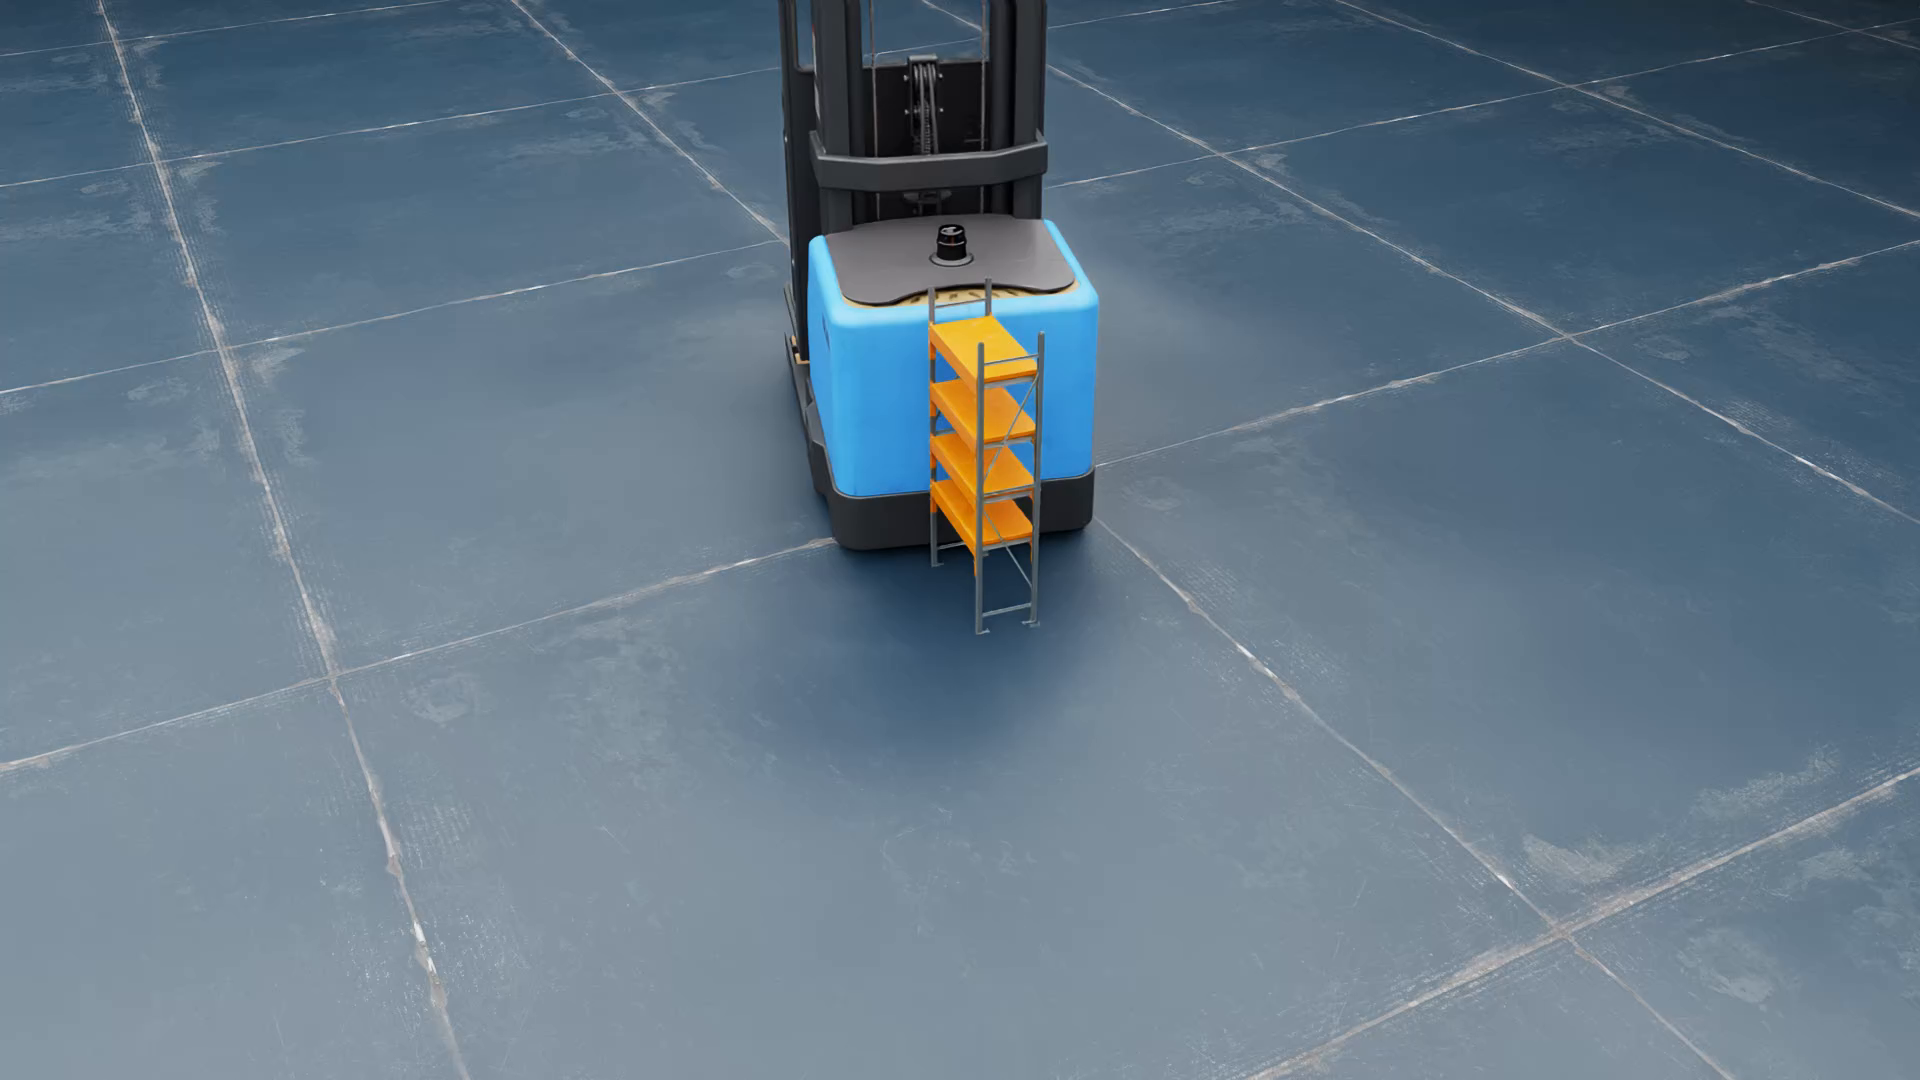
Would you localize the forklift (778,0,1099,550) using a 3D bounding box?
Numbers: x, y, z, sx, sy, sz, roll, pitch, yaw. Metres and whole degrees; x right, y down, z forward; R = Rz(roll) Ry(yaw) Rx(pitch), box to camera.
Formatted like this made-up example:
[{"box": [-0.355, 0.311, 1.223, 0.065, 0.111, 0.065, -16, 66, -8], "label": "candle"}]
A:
[{"box": [-0.233, -1.977, 7.119, 1.130, 2.935, 3.031, -6, 33, -9], "label": "forklift"}]

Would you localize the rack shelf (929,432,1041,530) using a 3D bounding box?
[{"box": [0.087, -0.241, 6.138, 0.258, 0.148, 0.480, -11, 34, -17], "label": "rack shelf"}]

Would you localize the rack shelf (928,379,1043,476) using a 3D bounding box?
[{"box": [0.087, -0.429, 6.018, 0.258, 0.148, 0.480, -11, 34, -17], "label": "rack shelf"}]

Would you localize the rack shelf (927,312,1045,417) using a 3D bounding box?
[{"box": [0.087, -0.628, 5.890, 0.258, 0.148, 0.480, -11, 34, -17], "label": "rack shelf"}]

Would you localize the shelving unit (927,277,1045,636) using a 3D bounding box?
[{"box": [0.087, -0.298, 6.102, 0.258, 1.200, 0.503, -11, 34, -17], "label": "shelving unit"}]

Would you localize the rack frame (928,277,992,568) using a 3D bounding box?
[{"box": [0.001, -0.421, 6.294, 0.240, 1.200, 0.015, -11, 34, -17], "label": "rack frame"}]

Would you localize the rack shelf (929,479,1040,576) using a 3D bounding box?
[{"box": [0.087, -0.074, 6.246, 0.258, 0.148, 0.480, -11, 34, -17], "label": "rack shelf"}]

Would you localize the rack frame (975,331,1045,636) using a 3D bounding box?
[{"box": [0.172, -0.174, 5.910, 0.240, 1.200, 0.015, -11, 34, -17], "label": "rack frame"}]
